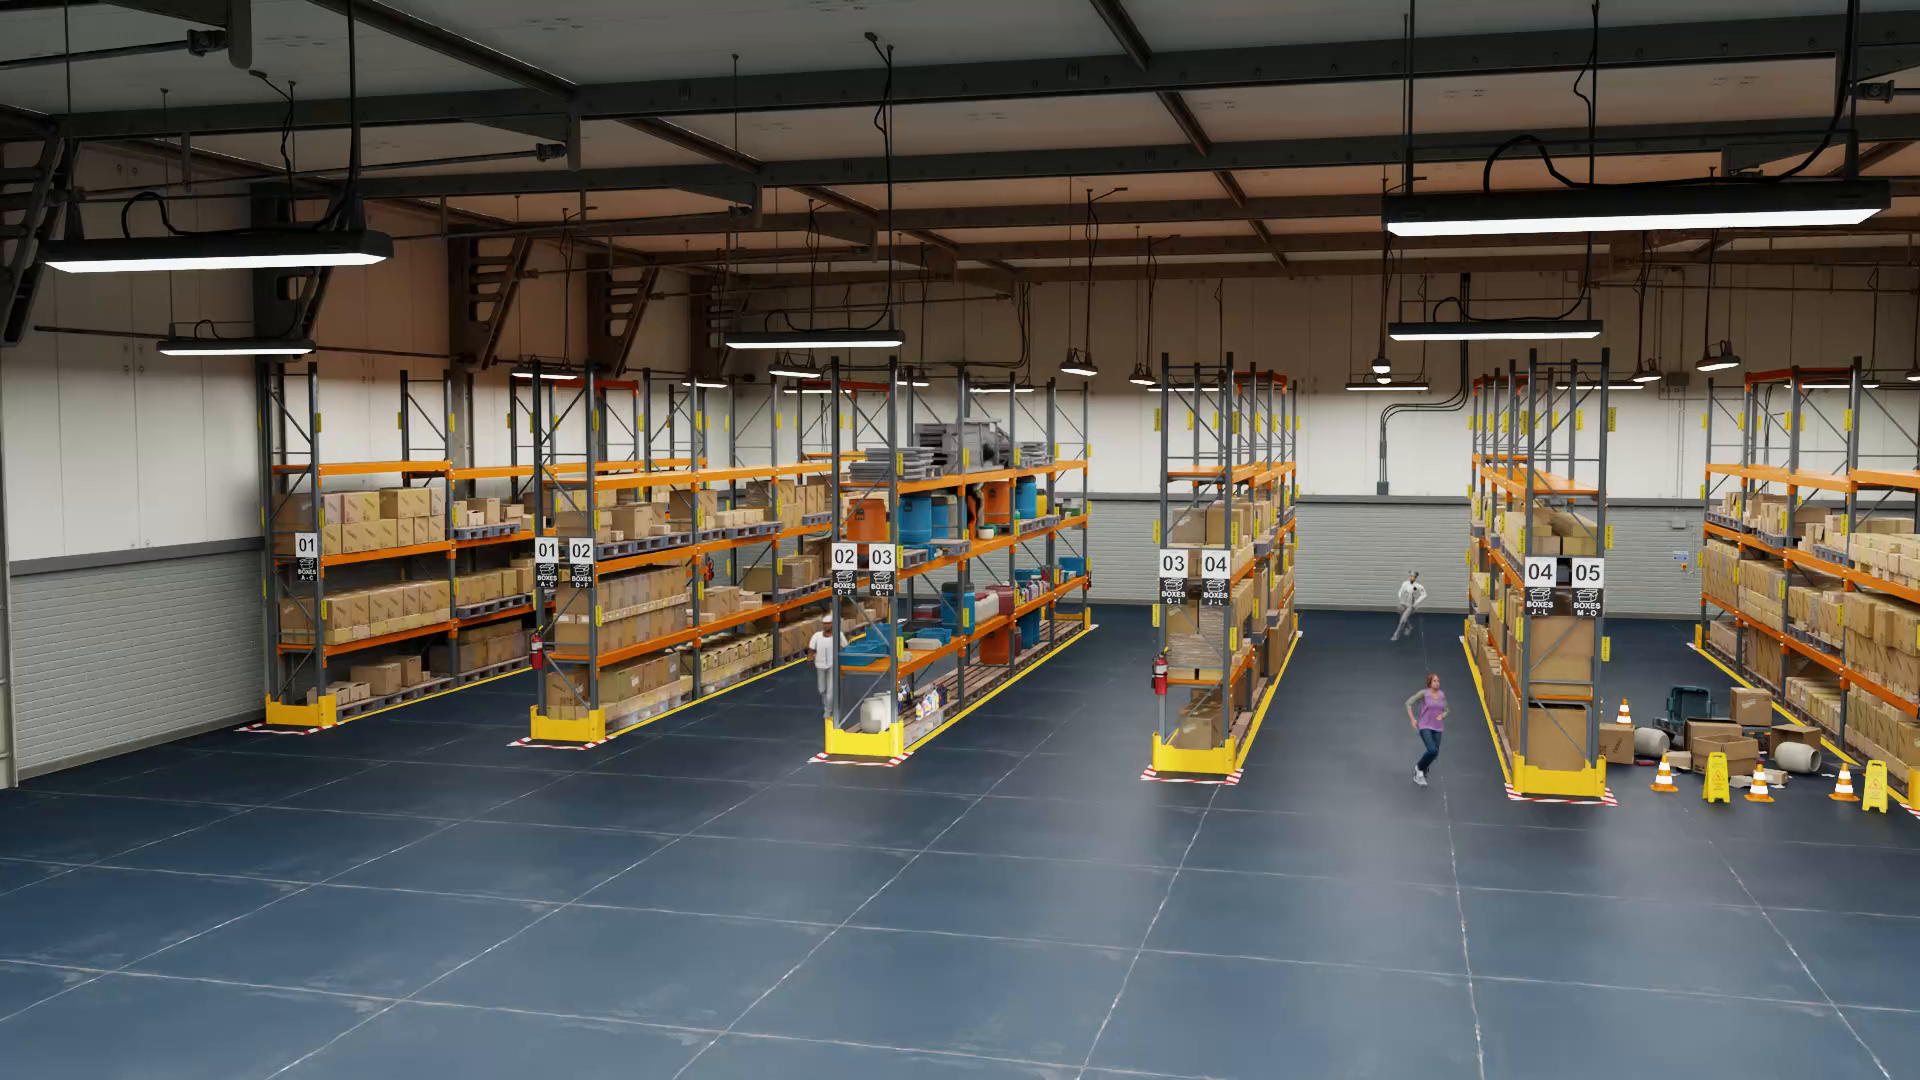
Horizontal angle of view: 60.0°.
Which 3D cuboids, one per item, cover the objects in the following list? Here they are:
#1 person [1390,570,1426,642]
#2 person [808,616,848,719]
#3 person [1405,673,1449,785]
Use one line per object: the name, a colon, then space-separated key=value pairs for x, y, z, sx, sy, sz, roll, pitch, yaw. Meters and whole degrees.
person: x=10.363 y=1.505 z=38.186 sx=0.643 sy=1.649 sz=0.857 roll=4 pitch=6 yaw=45
person: x=-2.245 y=2.156 z=28.434 sx=0.710 sy=1.737 sz=0.654 roll=0 pitch=4 yaw=2
person: x=6.477 y=2.613 z=22.878 sx=0.528 sy=1.544 sz=0.557 roll=-1 pitch=4 yaw=-18
